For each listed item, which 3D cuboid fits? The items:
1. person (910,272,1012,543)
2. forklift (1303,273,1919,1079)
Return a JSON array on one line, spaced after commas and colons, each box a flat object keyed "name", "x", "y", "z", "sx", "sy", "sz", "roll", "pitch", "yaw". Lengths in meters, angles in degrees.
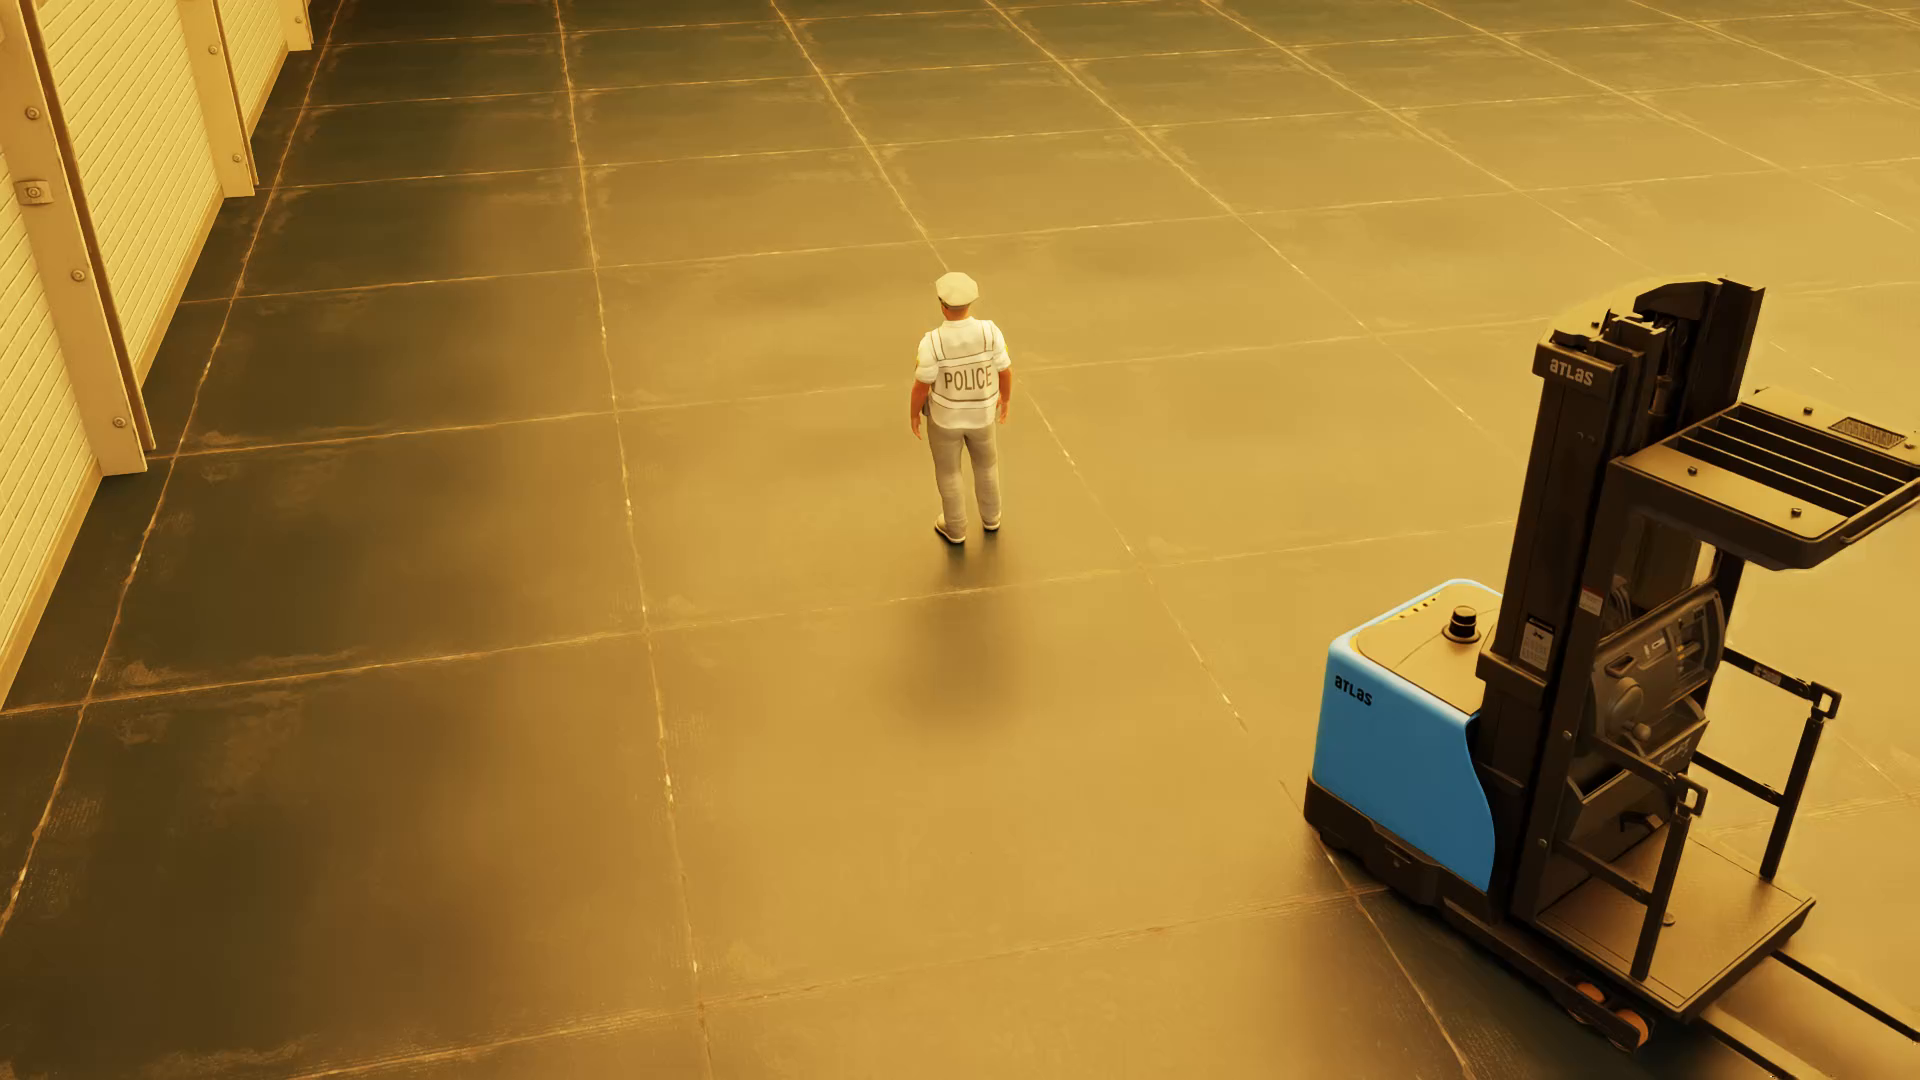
[{"name": "person", "x": -0.006, "y": -0.816, "z": 10.118, "sx": 0.640, "sy": 1.781, "sz": 0.575, "roll": -7, "pitch": 31, "yaw": -12}, {"name": "forklift", "x": 2.967, "y": 0.554, "z": 6.617, "sx": 1.130, "sy": 2.935, "sz": 3.031, "roll": -21, "pitch": 36, "yaw": -32}]
